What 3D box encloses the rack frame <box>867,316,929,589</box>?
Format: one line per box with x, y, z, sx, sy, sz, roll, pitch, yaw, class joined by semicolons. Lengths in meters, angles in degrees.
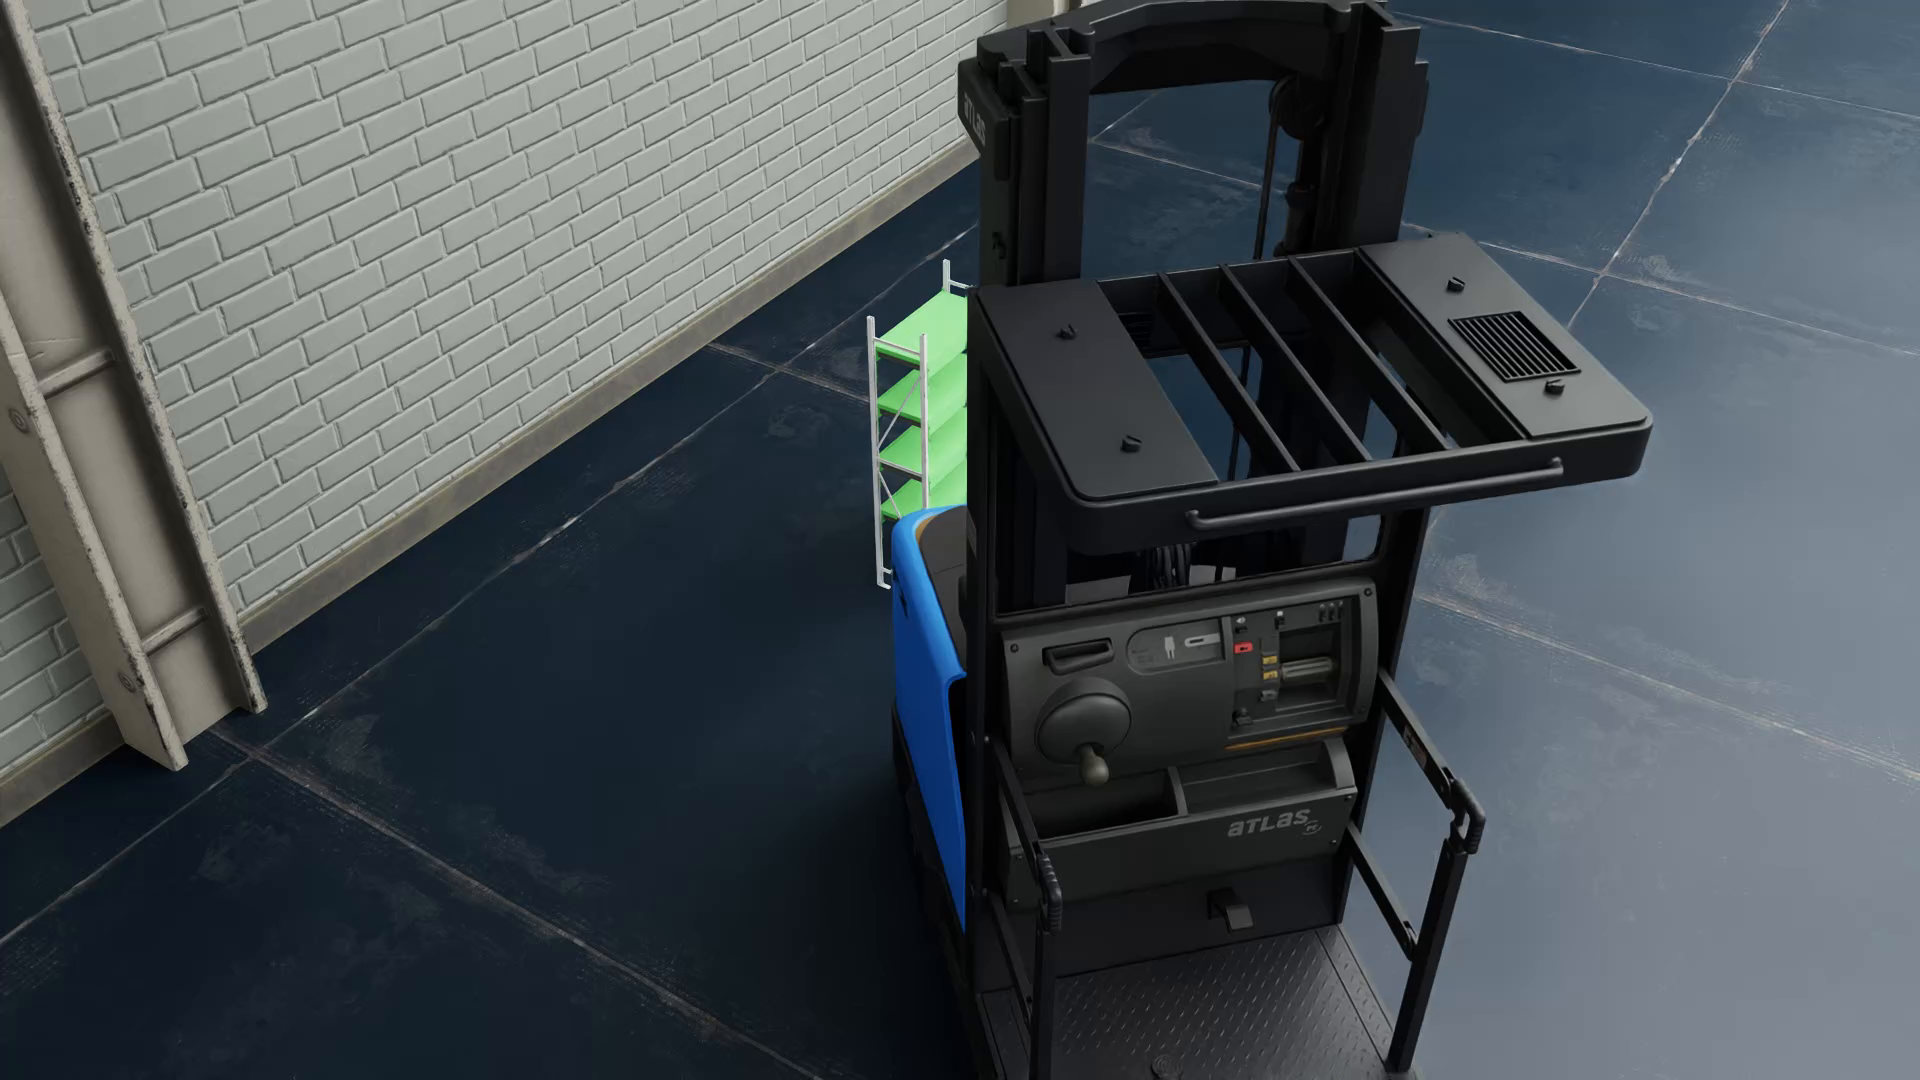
-0.219;-0.264;6.110;0.240;1.200;0.015;21;42;25;rack frame

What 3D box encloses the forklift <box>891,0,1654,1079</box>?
0.612;0.412;3.815;1.130;2.935;3.031;-8;38;-11;forklift

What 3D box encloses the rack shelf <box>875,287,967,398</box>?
-0.089;-0.719;6.019;0.258;0.148;0.480;21;42;25;rack shelf

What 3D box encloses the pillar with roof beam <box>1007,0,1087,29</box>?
4.130;-4.603;5.351;9.100;9.000;0.400;21;42;25;pillar with roof beam

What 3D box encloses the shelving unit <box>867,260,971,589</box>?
-0.089;-0.390;6.273;0.258;1.200;0.503;21;42;25;shelving unit

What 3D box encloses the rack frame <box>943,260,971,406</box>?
0.042;-0.516;6.436;0.240;1.200;0.015;21;42;25;rack frame

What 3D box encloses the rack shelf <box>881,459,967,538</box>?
-0.089;-0.149;6.459;0.258;0.148;0.480;21;42;25;rack shelf

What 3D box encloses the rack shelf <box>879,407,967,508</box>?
-0.089;-0.339;6.312;0.258;0.148;0.480;21;42;25;rack shelf

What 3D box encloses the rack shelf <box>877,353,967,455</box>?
-0.089;-0.529;6.165;0.258;0.148;0.480;21;42;25;rack shelf

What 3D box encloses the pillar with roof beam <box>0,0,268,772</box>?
0.915;-1.510;1.338;9.100;9.000;0.400;21;42;25;pillar with roof beam
